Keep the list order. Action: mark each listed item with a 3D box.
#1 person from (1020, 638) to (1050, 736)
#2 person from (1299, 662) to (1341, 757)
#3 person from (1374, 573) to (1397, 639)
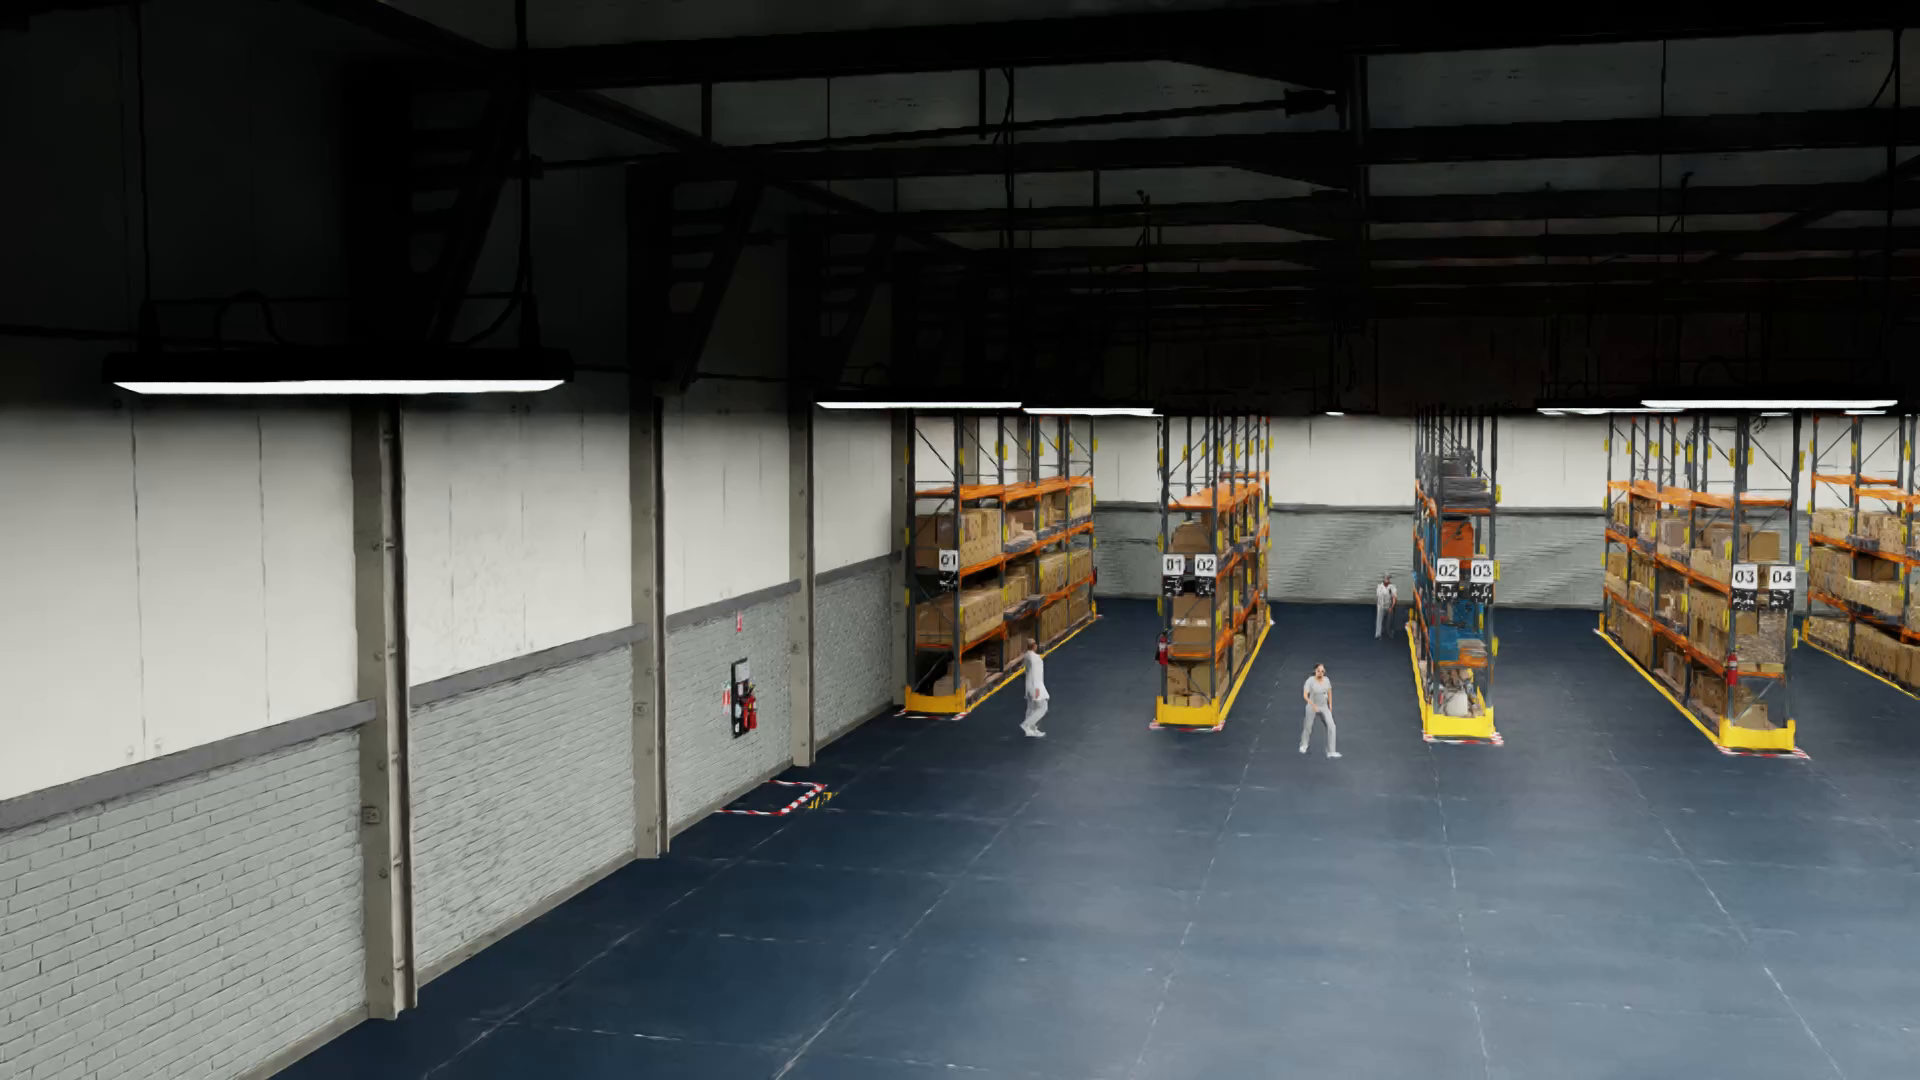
[{"bbox_3d":[1.318,2.655,29.899,0.515,1.777,0.628,-1,4,-16],"label":"person"},{"bbox_3d":[6.092,2.852,28.268,0.609,1.601,0.817,0,4,-3],"label":"person"},{"bbox_3d":[11.096,1.704,43.269,0.533,1.707,1.040,2,5,23],"label":"person"}]
